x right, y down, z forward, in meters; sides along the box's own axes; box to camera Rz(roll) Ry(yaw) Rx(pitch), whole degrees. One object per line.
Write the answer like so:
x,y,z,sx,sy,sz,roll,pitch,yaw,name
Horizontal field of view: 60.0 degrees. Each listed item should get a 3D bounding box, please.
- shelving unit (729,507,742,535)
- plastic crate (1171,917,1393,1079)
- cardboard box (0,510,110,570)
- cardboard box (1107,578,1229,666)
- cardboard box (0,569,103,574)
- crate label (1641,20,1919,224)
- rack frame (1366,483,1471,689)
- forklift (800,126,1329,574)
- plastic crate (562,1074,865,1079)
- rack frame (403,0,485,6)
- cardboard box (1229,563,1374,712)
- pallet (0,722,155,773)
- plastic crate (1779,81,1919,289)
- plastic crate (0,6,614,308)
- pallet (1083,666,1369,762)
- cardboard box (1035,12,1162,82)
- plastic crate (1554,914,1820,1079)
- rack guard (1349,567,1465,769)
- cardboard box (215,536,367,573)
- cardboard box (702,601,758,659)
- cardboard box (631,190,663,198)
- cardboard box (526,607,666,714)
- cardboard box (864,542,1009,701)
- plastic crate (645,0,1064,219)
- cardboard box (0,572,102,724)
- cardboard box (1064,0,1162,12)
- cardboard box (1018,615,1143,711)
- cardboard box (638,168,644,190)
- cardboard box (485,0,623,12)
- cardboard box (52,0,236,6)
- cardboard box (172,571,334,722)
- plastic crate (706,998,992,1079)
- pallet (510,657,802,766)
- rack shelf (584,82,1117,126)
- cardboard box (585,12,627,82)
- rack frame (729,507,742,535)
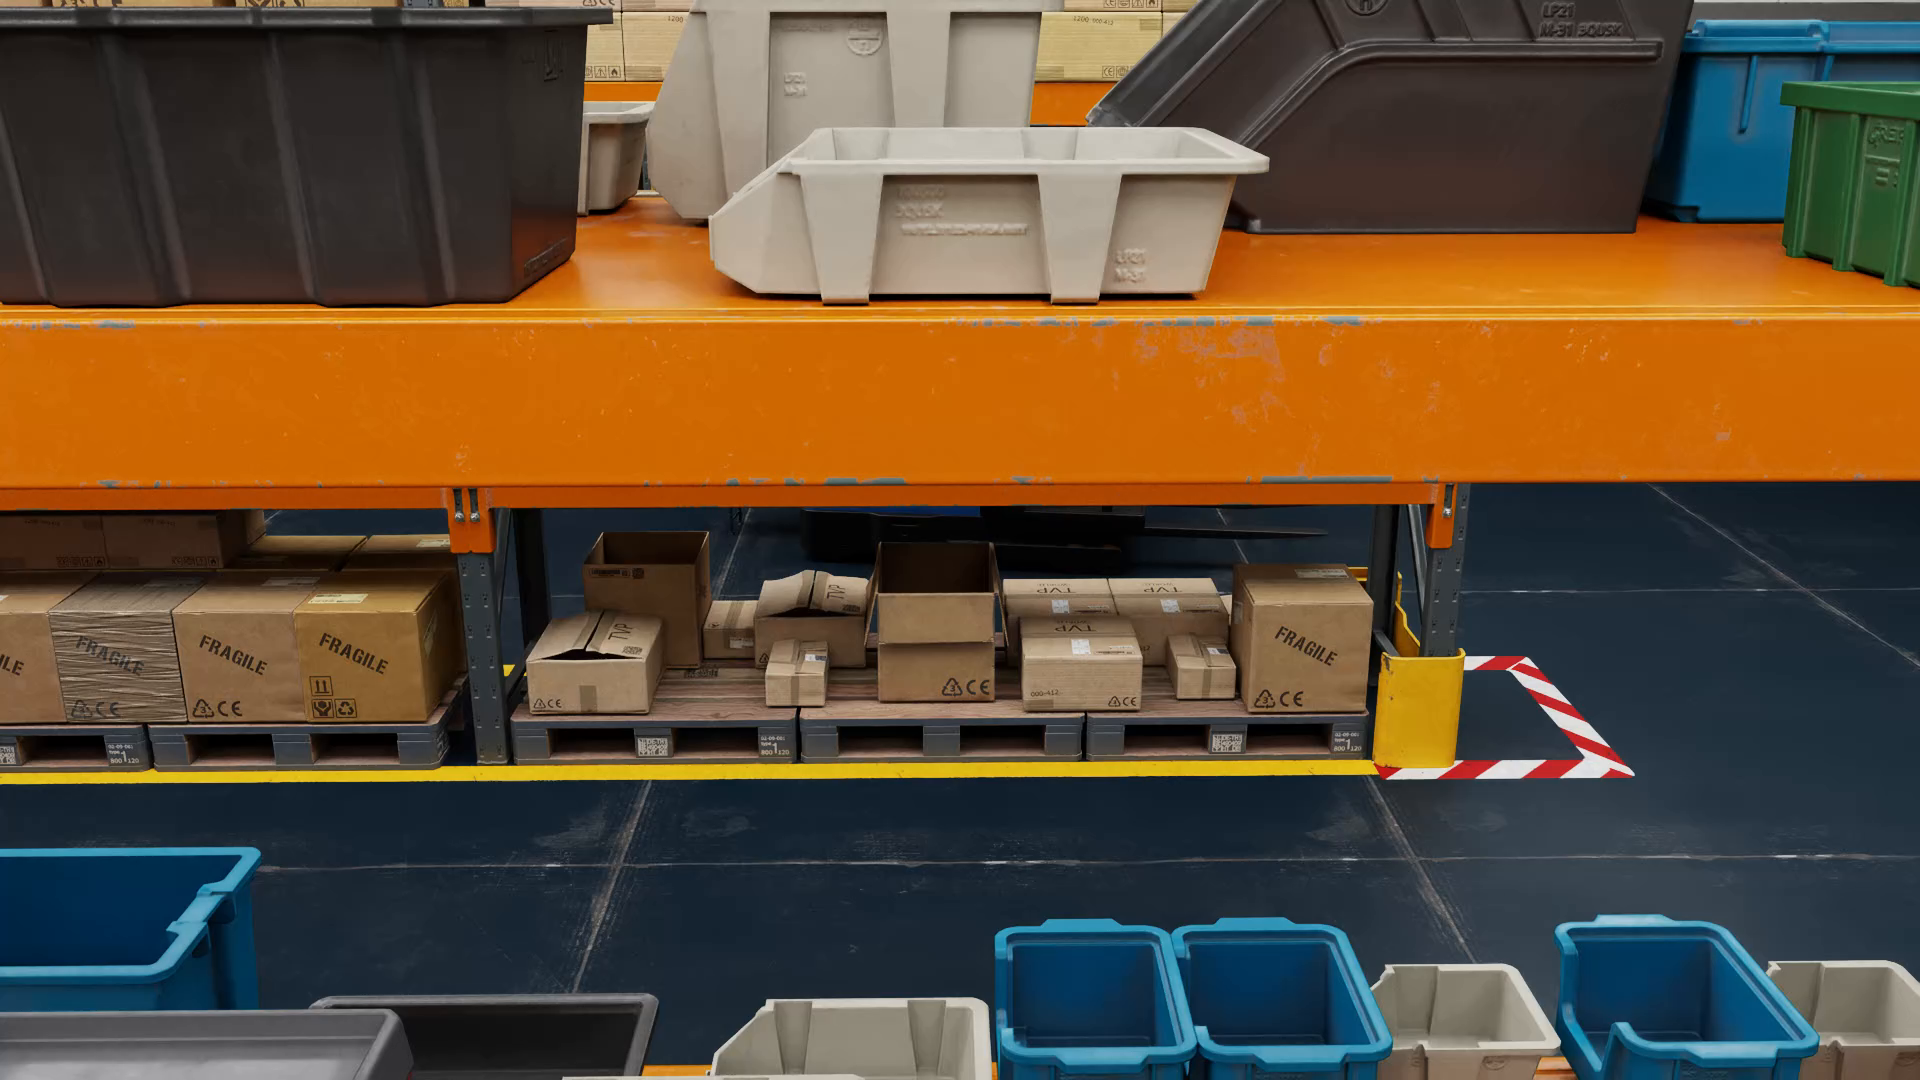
-1.139,-0.631,10.050,0.503,1.200,0.258,2,18,7,shelving unit
0.511,0.830,2.726,0.300,0.233,0.416,0,18,-1,plastic crate
-3.983,-0.063,7.477,0.500,0.250,0.500,-1,18,-2,cardboard box
0.957,0.377,7.743,0.500,0.250,0.500,0,18,-1,cardboard box
-4.020,0.295,7.589,0.500,0.500,0.500,-1,18,-3,cardboard box
1.152,-0.580,2.278,0.502,0.251,0.408,0,18,-1,crate label
2.005,-0.641,7.136,0.127,3.000,1.000,0,18,-1,rack frame
0.625,-1.372,9.528,3.031,2.935,1.130,2,18,7,forklift
-0.390,0.968,2.216,0.530,0.282,0.437,0,18,-1,plastic crate
-1.994,-3.478,6.159,0.127,3.000,1.000,0,18,-1,rack frame
1.465,0.417,7.207,0.500,0.500,0.500,0,18,-1,cardboard box
-4.030,0.728,7.432,1.213,0.211,1.003,0,18,-1,pallet
1.098,-0.364,1.707,0.336,0.188,0.450,0,18,-1,plastic crate
-0.673,-0.397,1.679,0.590,0.269,0.497,0,18,-1,plastic crate
1.132,0.691,7.547,1.213,0.211,1.003,0,18,-1,pallet
0.496,-1.910,6.424,0.500,0.250,0.500,0,18,-1,cardboard box
1.169,0.827,2.736,0.300,0.233,0.416,0,18,-1,plastic crate
1.929,0.549,7.516,0.348,0.500,1.175,0,18,-1,rack guard
-3.015,0.293,7.596,0.500,0.500,0.500,0,18,0,cardboard box
-1.055,0.417,7.785,0.250,0.149,0.380,0,18,-1,cardboard box
-1.493,-1.227,7.161,0.500,0.500,0.500,0,18,-1,cardboard box
-1.571,0.513,7.219,0.500,0.311,0.500,0,18,-1,cardboard box
-0.116,0.347,7.423,0.637,0.503,0.797,0,18,-1,cardboard box
-0.141,-0.584,2.240,0.530,0.282,0.437,0,18,-1,plastic crate
-3.987,0.454,7.093,0.500,0.500,0.500,-1,18,-3,cardboard box
0.496,-2.152,6.362,0.500,0.250,0.500,0,18,-1,cardboard box
0.515,0.532,7.260,0.500,0.250,0.500,0,18,-1,cardboard box
-2.540,-2.408,11.961,0.500,0.500,0.500,-1,18,-3,cardboard box
-1.504,-2.143,6.334,0.500,0.250,0.500,0,18,-1,cardboard box
-3.167,-2.355,6.553,0.600,0.600,0.600,0,18,-1,cardboard box
-2.978,0.449,7.110,0.500,0.500,0.500,0,18,-1,cardboard box
-0.183,0.888,2.703,0.466,0.136,0.293,0,18,-1,plastic crate
-1.308,0.703,7.511,1.213,0.211,1.003,0,18,-1,pallet
0.005,-1.717,6.757,4.000,0.370,1.077,0,18,-1,rack shelf
-1.504,-1.905,6.412,0.500,0.250,0.500,0,18,-1,cardboard box
-1.381,-0.640,10.078,0.015,1.200,0.240,2,18,7,rack frame
